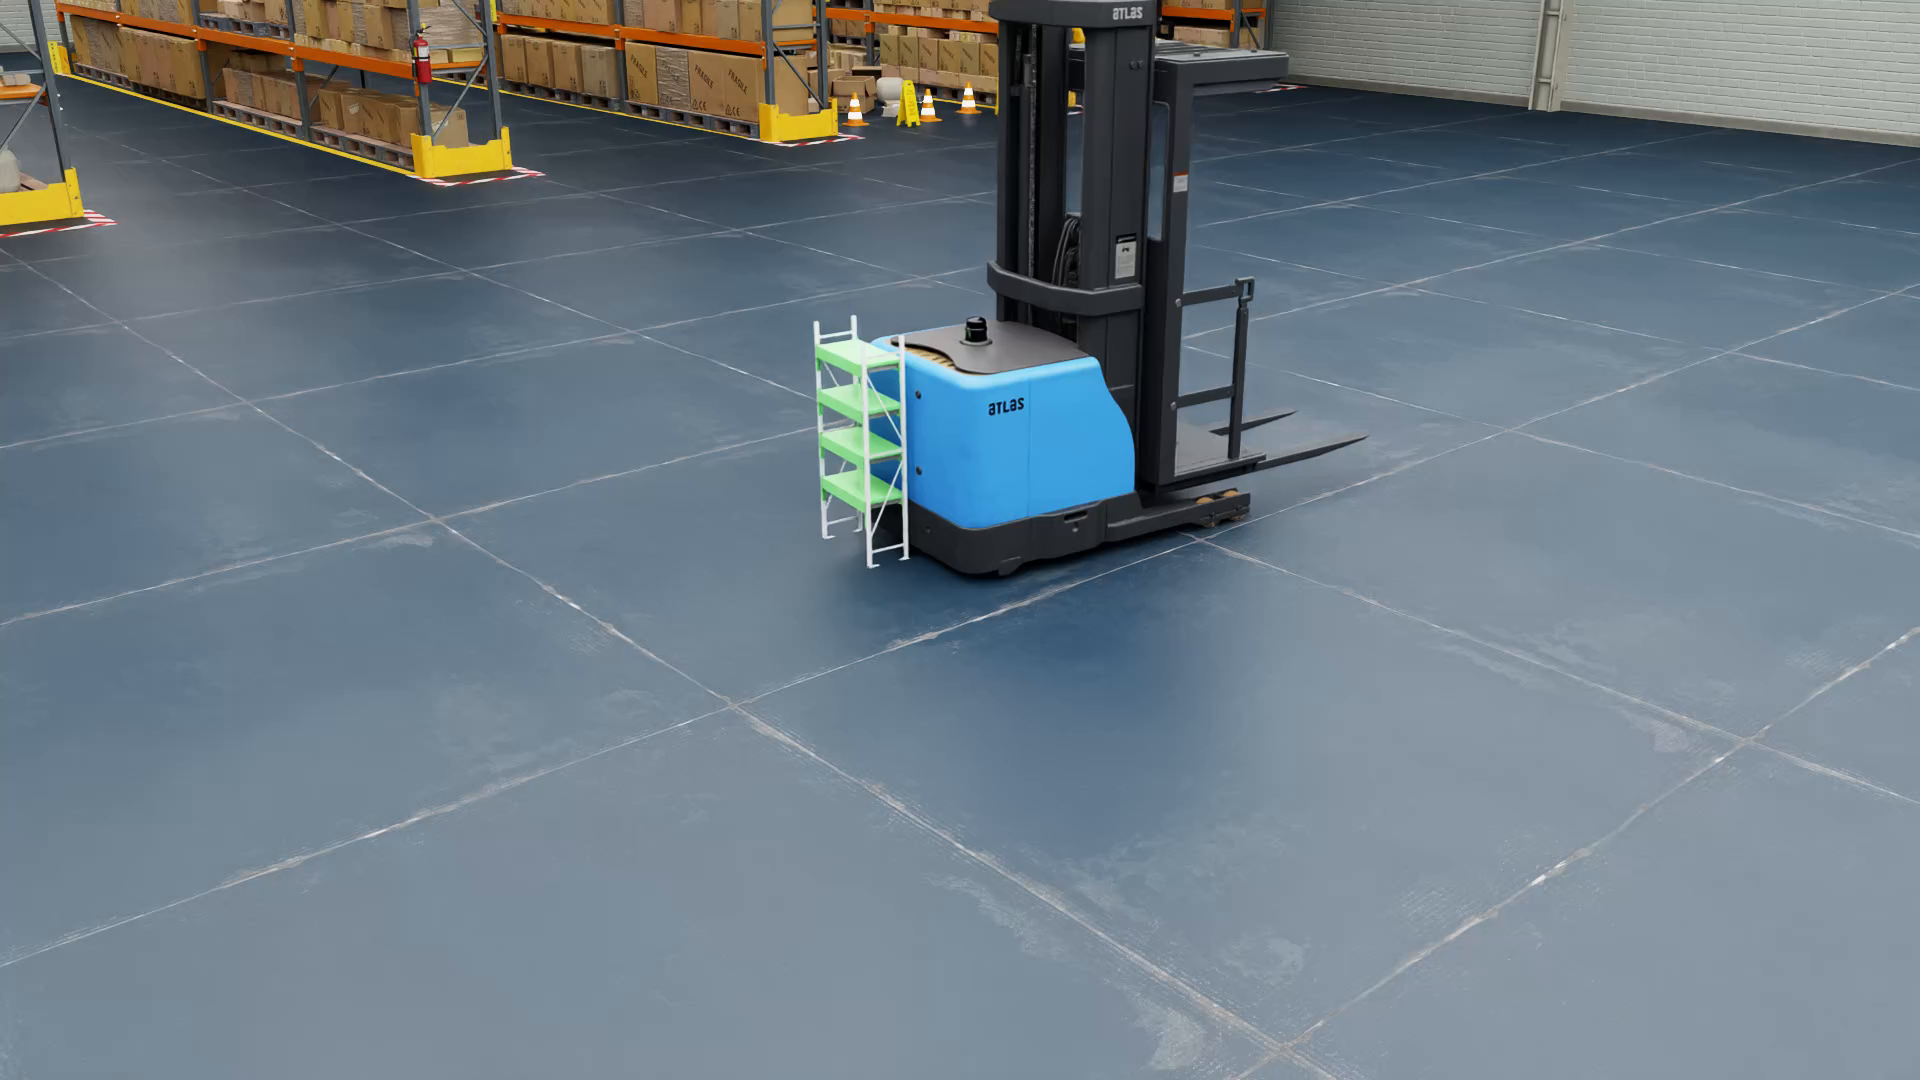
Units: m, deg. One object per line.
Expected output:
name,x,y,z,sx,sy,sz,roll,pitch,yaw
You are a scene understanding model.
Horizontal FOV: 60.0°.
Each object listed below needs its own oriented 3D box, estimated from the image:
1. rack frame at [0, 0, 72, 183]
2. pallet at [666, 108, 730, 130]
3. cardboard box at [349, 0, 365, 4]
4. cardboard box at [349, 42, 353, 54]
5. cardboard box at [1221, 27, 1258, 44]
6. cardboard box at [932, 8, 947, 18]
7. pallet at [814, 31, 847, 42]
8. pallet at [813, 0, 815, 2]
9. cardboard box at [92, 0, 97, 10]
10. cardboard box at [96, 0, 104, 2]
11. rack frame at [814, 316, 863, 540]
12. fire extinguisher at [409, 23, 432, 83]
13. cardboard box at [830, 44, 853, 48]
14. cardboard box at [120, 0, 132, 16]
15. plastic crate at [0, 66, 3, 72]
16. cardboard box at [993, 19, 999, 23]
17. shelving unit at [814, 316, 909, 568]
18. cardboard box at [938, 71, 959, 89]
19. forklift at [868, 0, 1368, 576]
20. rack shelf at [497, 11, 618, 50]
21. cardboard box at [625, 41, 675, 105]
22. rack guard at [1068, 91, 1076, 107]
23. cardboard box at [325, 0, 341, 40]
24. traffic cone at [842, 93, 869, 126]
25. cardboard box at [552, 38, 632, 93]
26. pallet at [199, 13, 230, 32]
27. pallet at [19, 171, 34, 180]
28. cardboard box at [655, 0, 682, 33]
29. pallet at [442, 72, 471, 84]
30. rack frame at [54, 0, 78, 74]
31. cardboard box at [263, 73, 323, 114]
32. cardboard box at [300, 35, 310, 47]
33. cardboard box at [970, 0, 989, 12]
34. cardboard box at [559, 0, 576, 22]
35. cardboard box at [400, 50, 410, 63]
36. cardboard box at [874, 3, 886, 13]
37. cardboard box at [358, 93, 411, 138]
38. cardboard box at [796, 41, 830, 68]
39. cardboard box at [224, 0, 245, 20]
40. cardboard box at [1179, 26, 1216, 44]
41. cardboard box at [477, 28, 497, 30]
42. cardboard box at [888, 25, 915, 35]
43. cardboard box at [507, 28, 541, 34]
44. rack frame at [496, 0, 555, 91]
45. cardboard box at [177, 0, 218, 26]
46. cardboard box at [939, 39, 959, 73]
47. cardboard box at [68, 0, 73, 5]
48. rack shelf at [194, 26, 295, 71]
rack frame,-9.863,-4.774,17.060,1.000,3.000,0.127,-17,27,-37
pallet,-3.661,-6.347,24.899,1.003,0.211,1.213,-17,27,-37
cardboard box,-7.313,-6.973,20.757,0.500,0.500,0.500,-17,27,-37
cardboard box,-7.623,-6.341,21.405,0.380,0.149,0.250,-17,27,-37
cardboard box,4.984,-9.054,29.810,0.500,0.250,0.500,-18,28,-38
cardboard box,-0.238,-8.719,27.475,0.380,0.149,0.250,-18,27,-38
pallet,-3.126,-11.702,38.572,1.003,0.211,1.213,-17,27,-37
pallet,-3.280,-10.262,31.334,1.213,0.211,1.003,-17,27,-37
cardboard box,-15.064,-9.442,29.323,0.380,0.149,0.250,-17,27,-36
cardboard box,-14.771,-9.539,29.024,0.500,0.250,0.500,-16,27,-36
rack frame,-0.642,-0.586,8.833,0.240,1.200,0.015,-14,25,-30
fire extinguisher,-6.386,-5.776,19.724,0.296,0.674,0.183,-17,27,-37
cardboard box,-2.486,-8.923,30.681,0.950,0.372,0.625,-16,27,-36
cardboard box,-13.833,-9.129,28.041,0.500,0.500,0.500,-17,27,-37
plastic crate,-11.223,-5.368,18.938,0.530,0.136,0.437,-17,27,-37
cardboard box,0.741,-8.291,26.385,0.380,0.149,0.250,-18,28,-38
shelving unit,-0.511,-0.512,8.641,0.258,1.200,0.503,-14,25,-30
cardboard box,-0.013,-7.675,27.661,0.500,0.250,0.500,-19,28,-39
forklift,1.009,-1.577,8.992,3.031,2.935,1.130,-14,25,-31
rack shelf,-6.204,-8.429,27.378,1.077,0.370,4.000,-17,27,-37
cardboard box,-4.541,-7.227,25.660,0.875,0.875,0.875,-17,27,-37
rack guard,1.347,-7.169,26.603,1.175,0.500,0.348,-17,27,-37
cardboard box,-7.773,-6.844,21.799,0.875,0.500,0.500,-17,27,-37
traffic cone,-1.559,-6.410,24.714,0.336,0.463,0.334,-17,27,-37
cardboard box,-5.999,-7.777,27.235,1.050,0.750,0.750,-17,27,-37
pallet,-10.787,-7.903,25.311,1.213,0.211,1.003,-17,27,-37
pallet,-11.267,-4.048,19.030,1.003,0.211,1.213,-17,27,-37
cardboard box,-4.009,-7.858,24.729,0.875,0.550,0.550,-17,27,-37
pallet,-8.811,-8.571,30.578,1.003,0.211,1.213,-17,27,-37
rack frame,-16.555,-10.374,31.357,1.000,3.000,0.127,-17,27,-37
cardboard box,-9.769,-6.565,24.456,0.500,0.500,0.700,20,29,41
cardboard box,-8.656,-6.738,22.419,0.380,0.149,0.250,-17,27,-37
cardboard box,0.510,-8.721,26.593,0.500,0.500,0.500,-17,27,-37
cardboard box,-6.102,-8.618,26.736,0.500,0.500,0.500,-17,27,-37
cardboard box,-6.616,-5.935,20.369,0.380,0.149,0.250,-17,27,-37
cardboard box,-1.252,-9.137,28.544,0.380,0.149,0.250,-18,27,-38
cardboard box,-7.647,-5.661,22.175,0.500,0.500,0.500,19,29,40
cardboard box,-2.544,-8.174,28.130,0.500,0.500,0.500,-17,27,-37
cardboard box,-10.413,-7.771,24.342,0.500,0.250,0.500,-18,28,-39
cardboard box,4.280,-9.068,29.848,0.500,0.250,0.500,-17,27,-36
cardboard box,-8.493,-8.961,29.572,0.500,0.250,0.500,-17,27,-37
cardboard box,-0.998,-8.708,28.380,0.380,0.149,0.250,-17,27,-37
cardboard box,-7.776,-8.945,29.533,0.500,0.250,0.500,-19,28,-40
rack frame,-7.510,-9.316,28.657,1.000,3.000,0.127,-17,27,-37
cardboard box,-11.843,-8.287,25.893,0.500,0.500,0.500,-16,27,-36
cardboard box,0.009,-8.021,27.515,0.500,0.500,0.500,-18,28,-39
cardboard box,-16.066,-9.867,30.408,0.380,0.149,0.250,-18,28,-38
rack shelf,-10.028,-7.276,24.434,1.077,0.370,4.000,-17,27,-37
